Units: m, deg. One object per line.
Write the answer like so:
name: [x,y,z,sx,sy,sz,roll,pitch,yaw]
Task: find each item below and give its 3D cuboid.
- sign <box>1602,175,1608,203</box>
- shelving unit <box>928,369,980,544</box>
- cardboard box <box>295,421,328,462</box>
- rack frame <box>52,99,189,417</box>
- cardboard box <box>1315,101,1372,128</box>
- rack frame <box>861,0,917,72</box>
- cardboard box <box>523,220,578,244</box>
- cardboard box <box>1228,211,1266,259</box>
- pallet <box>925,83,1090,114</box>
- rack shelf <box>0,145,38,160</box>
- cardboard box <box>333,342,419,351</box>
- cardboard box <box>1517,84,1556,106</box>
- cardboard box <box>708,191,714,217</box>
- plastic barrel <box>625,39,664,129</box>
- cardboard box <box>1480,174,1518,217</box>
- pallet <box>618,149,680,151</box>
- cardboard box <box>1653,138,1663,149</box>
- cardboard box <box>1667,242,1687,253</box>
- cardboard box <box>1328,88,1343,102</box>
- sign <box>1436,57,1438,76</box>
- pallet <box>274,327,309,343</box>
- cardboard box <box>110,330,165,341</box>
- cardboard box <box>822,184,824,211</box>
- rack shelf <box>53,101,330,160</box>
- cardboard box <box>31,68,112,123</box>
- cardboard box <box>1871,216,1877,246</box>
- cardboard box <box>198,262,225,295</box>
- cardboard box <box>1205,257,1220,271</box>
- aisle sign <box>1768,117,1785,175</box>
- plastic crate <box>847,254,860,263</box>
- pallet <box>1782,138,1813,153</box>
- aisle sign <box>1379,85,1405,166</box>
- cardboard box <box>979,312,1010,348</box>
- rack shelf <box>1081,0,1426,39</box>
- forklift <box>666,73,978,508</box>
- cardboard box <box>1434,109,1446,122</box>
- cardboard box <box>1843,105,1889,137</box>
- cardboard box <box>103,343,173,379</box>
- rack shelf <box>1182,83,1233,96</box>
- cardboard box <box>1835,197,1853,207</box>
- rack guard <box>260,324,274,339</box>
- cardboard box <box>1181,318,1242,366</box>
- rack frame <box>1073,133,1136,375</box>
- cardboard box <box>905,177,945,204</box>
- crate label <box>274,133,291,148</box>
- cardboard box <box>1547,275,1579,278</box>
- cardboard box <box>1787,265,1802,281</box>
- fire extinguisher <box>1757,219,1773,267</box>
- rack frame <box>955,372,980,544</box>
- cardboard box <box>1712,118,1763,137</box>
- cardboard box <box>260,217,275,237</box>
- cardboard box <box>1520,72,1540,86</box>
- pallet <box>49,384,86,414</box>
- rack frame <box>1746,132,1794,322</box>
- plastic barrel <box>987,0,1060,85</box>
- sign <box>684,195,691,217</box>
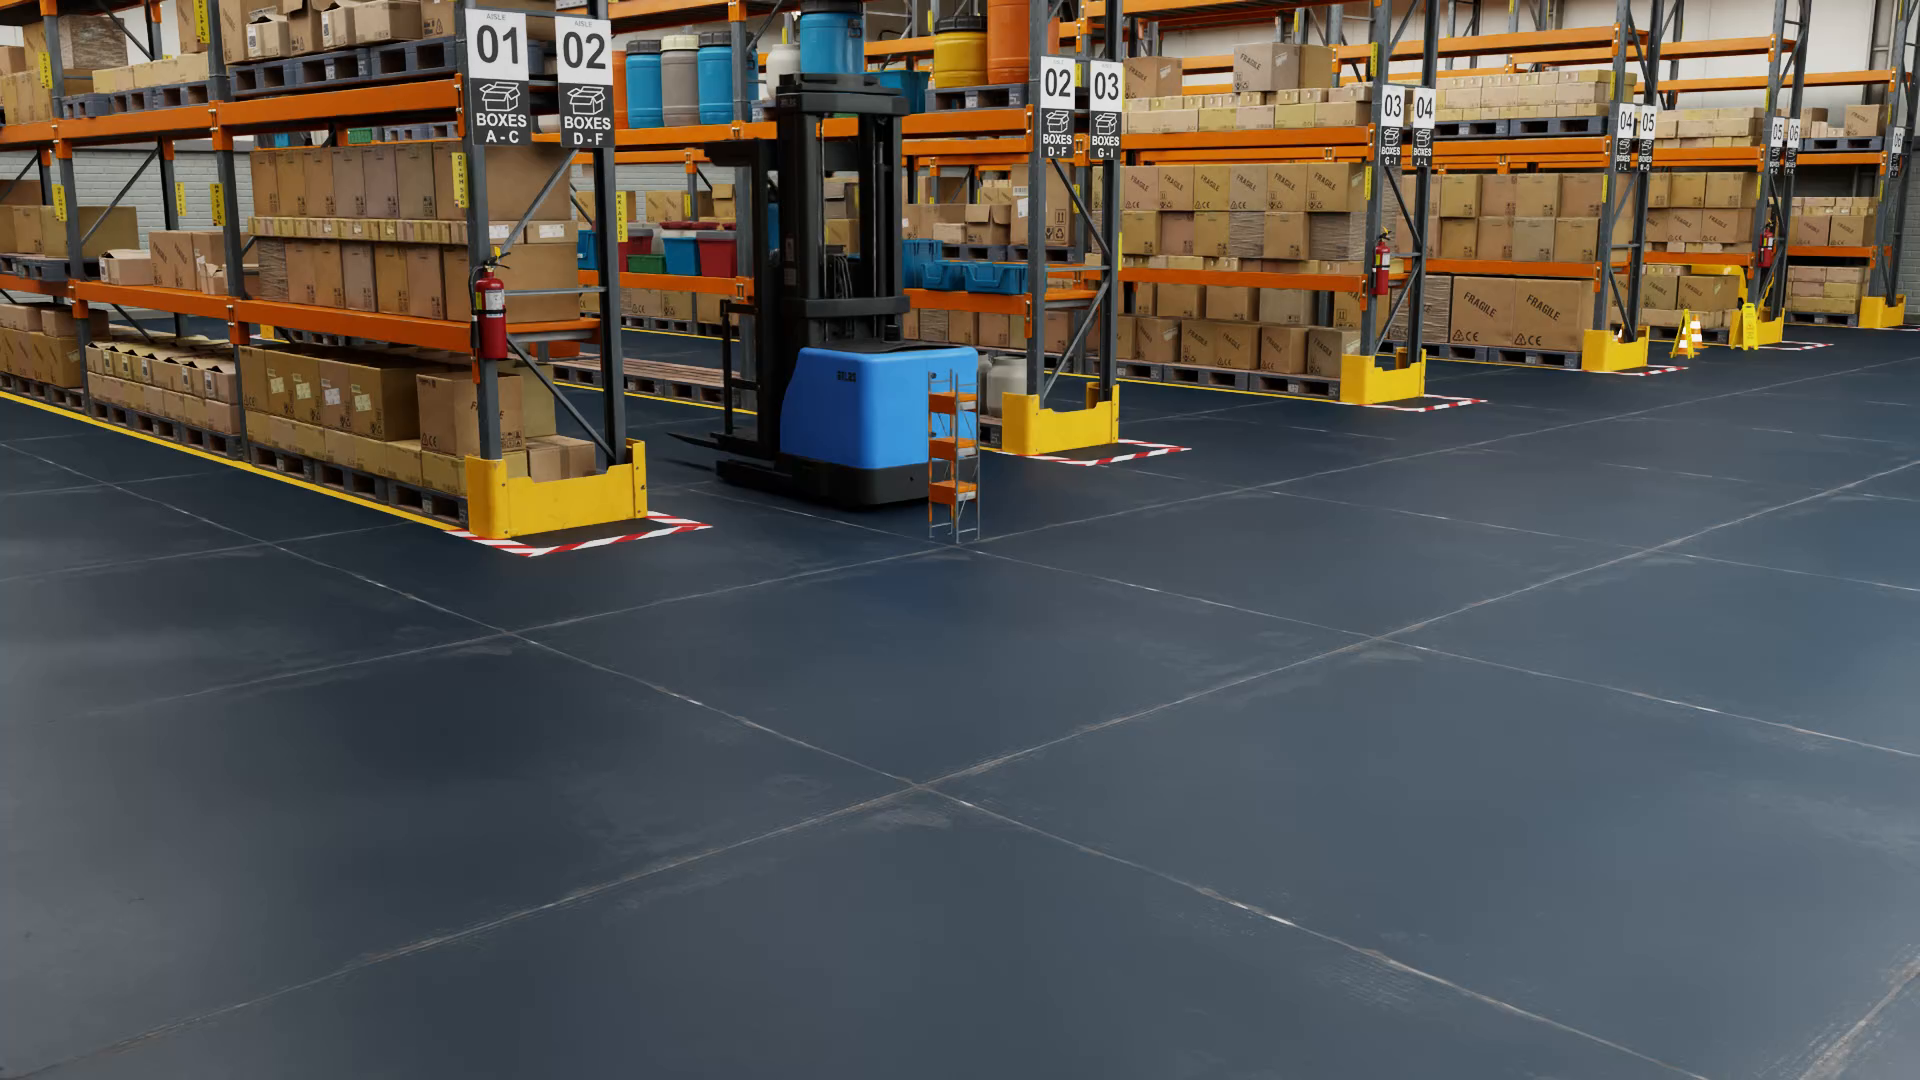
sign: [7.792,-4.243,20.088,0.100,0.325,0.005,-11,16,-43]
shelving unit: [-0.037,-0.522,10.317,0.215,1.050,0.252,-11,16,-43]
cardboard box: [-4.609,-0.762,12.425,0.500,0.250,0.500,-11,16,-43]
rack frame: [-8.155,-2.744,16.272,1.000,3.000,0.127,-11,16,-43]
cardboard box: [4.020,-4.387,17.185,0.500,0.250,0.500,-10,16,-41]
rack frame: [-0.988,-7.063,22.365,1.000,3.000,0.127,-11,16,-43]
cardboard box: [-2.746,-2.031,10.953,0.380,0.149,0.250,-11,16,-43]
cardboard box: [3.431,-3.371,18.328,0.875,0.500,0.500,-11,16,-43]
pallet: [0.454,-3.778,14.322,1.003,0.211,1.213,-11,16,-43]
rack shelf: [-12.299,-4.737,20.292,1.077,0.370,4.000,-11,16,-43]
cardboard box: [-4.578,-1.275,13.055,0.500,0.500,0.500,-11,16,-43]
cardboard box: [7.309,-5.535,20.729,0.500,0.250,0.500,-11,16,-42]
cardboard box: [-3.896,-5.253,26.225,0.500,0.500,0.500,-11,16,-43]
plastic barrel: [-3.219,-4.800,17.573,0.600,0.901,0.708,-11,16,-43]
cardboard box: [7.231,-4.463,21.567,0.875,0.550,0.550,-11,16,-43]
pallet: [-5.146,-6.433,26.960,1.003,0.211,1.213,-11,16,-43]
cardboard box: [10.391,-5.888,24.718,0.250,0.149,0.380,11,16,44]
cardboard box: [10.675,-4.335,24.614,0.380,0.149,0.250,-11,16,-42]
cardboard box: [4.024,-4.599,17.225,0.250,0.149,0.380,11,16,43]
sign: [4.929,-4.930,17.279,0.100,0.325,0.005,-11,16,-43]
pallet: [-9.553,-3.110,24.958,1.003,0.211,1.213,-11,16,-43]
cardboard box: [-8.629,-1.917,17.363,0.500,0.500,0.500,11,16,43]
cardboard box: [-1.929,-4.869,23.851,0.797,0.503,0.637,-10,16,-41]
rack shelf: [-6.774,-3.569,14.625,1.077,0.370,4.000,-11,16,-43]
cardboard box: [-8.481,-4.322,16.246,0.910,0.500,0.500,-11,16,-43]
cardboard box: [15.150,-5.190,27.895,0.500,0.500,0.500,-10,15,-41]
cardboard box: [-6.133,-2.198,13.951,0.258,0.266,0.396,11,16,44]
cardboard box: [2.956,-3.097,18.606,0.380,0.149,0.250,-11,16,-43]
aisle sign: [11.537,-5.562,23.504,0.394,0.787,0.004,-11,16,-43]
plastic crate: [-0.847,-2.654,16.201,0.499,0.251,0.616,-11,16,-43]
pallet: [13.975,-6.741,28.455,1.003,0.211,1.213,-11,16,-43]
aisle sign: [4.362,-4.179,16.794,0.394,0.787,0.004,-11,16,-43]
cardboard box: [0.663,-2.778,21.541,0.500,0.500,0.700,10,15,40]
rack shelf: [3.155,-5.833,18.187,1.077,0.370,4.000,-11,16,-43]
forklift: [-1.177,-1.897,12.329,1.130,2.935,3.031,-9,15,-38]
cardboard box: [6.318,-5.532,21.701,0.380,0.149,0.250,-11,16,-43]
cardboard box: [14.810,-6.833,27.149,0.500,0.500,0.500,-10,15,-41]
cardboard box: [-7.637,-1.685,15.515,0.500,0.311,0.500,11,16,44]
rack shelf: [4.798,-8.187,30.597,1.077,0.370,4.000,-11,16,-43]
cardboard box: [14.699,-5.597,27.525,0.380,0.149,0.250,-11,16,-42]
rack guard: [-10.121,-3.379,25.547,1.175,0.500,0.348,-11,16,-43]
cardboard box: [2.908,-2.296,19.249,0.500,0.500,0.500,10,15,40]
rack frame: [1.774,-3.541,20.137,1.000,3.000,0.127,-11,16,-43]
cardboard box: [-0.613,-6.100,29.096,0.500,0.500,0.500,11,16,43]
crate label: [-9.692,-5.818,24.127,0.408,0.251,0.502,-11,16,-43]
cardboard box: [9.532,-3.948,26.027,0.500,0.500,0.500,-10,15,-40]
cardboard box: [14.035,-4.548,28.324,0.500,0.250,0.500,-11,16,-42]
fire extinguisher: [11.450,-4.219,23.621,0.296,0.674,0.183,-11,16,-43]
rack frame: [0.047,-0.504,10.231,0.200,1.050,0.008,-11,16,-43]
cardboard box: [11.156,-5.916,23.869,0.500,0.250,0.500,-11,16,-43]
cardboard box: [-5.174,-2.425,12.864,0.380,0.149,0.250,-11,16,-42]
cardboard box: [7.187,-5.738,20.727,0.380,0.149,0.250,-11,16,-42]
pallet: [-8.644,-1.493,17.108,1.003,0.211,1.213,-11,16,-43]
rack frame: [11.704,-4.338,24.006,1.000,3.000,0.127,-11,16,-43]
plastic barrel: [0.527,-4.205,13.823,0.600,0.830,0.708,-11,16,-43]
sign: [-4.151,-5.093,25.332,0.100,0.325,0.005,-11,16,-43]
